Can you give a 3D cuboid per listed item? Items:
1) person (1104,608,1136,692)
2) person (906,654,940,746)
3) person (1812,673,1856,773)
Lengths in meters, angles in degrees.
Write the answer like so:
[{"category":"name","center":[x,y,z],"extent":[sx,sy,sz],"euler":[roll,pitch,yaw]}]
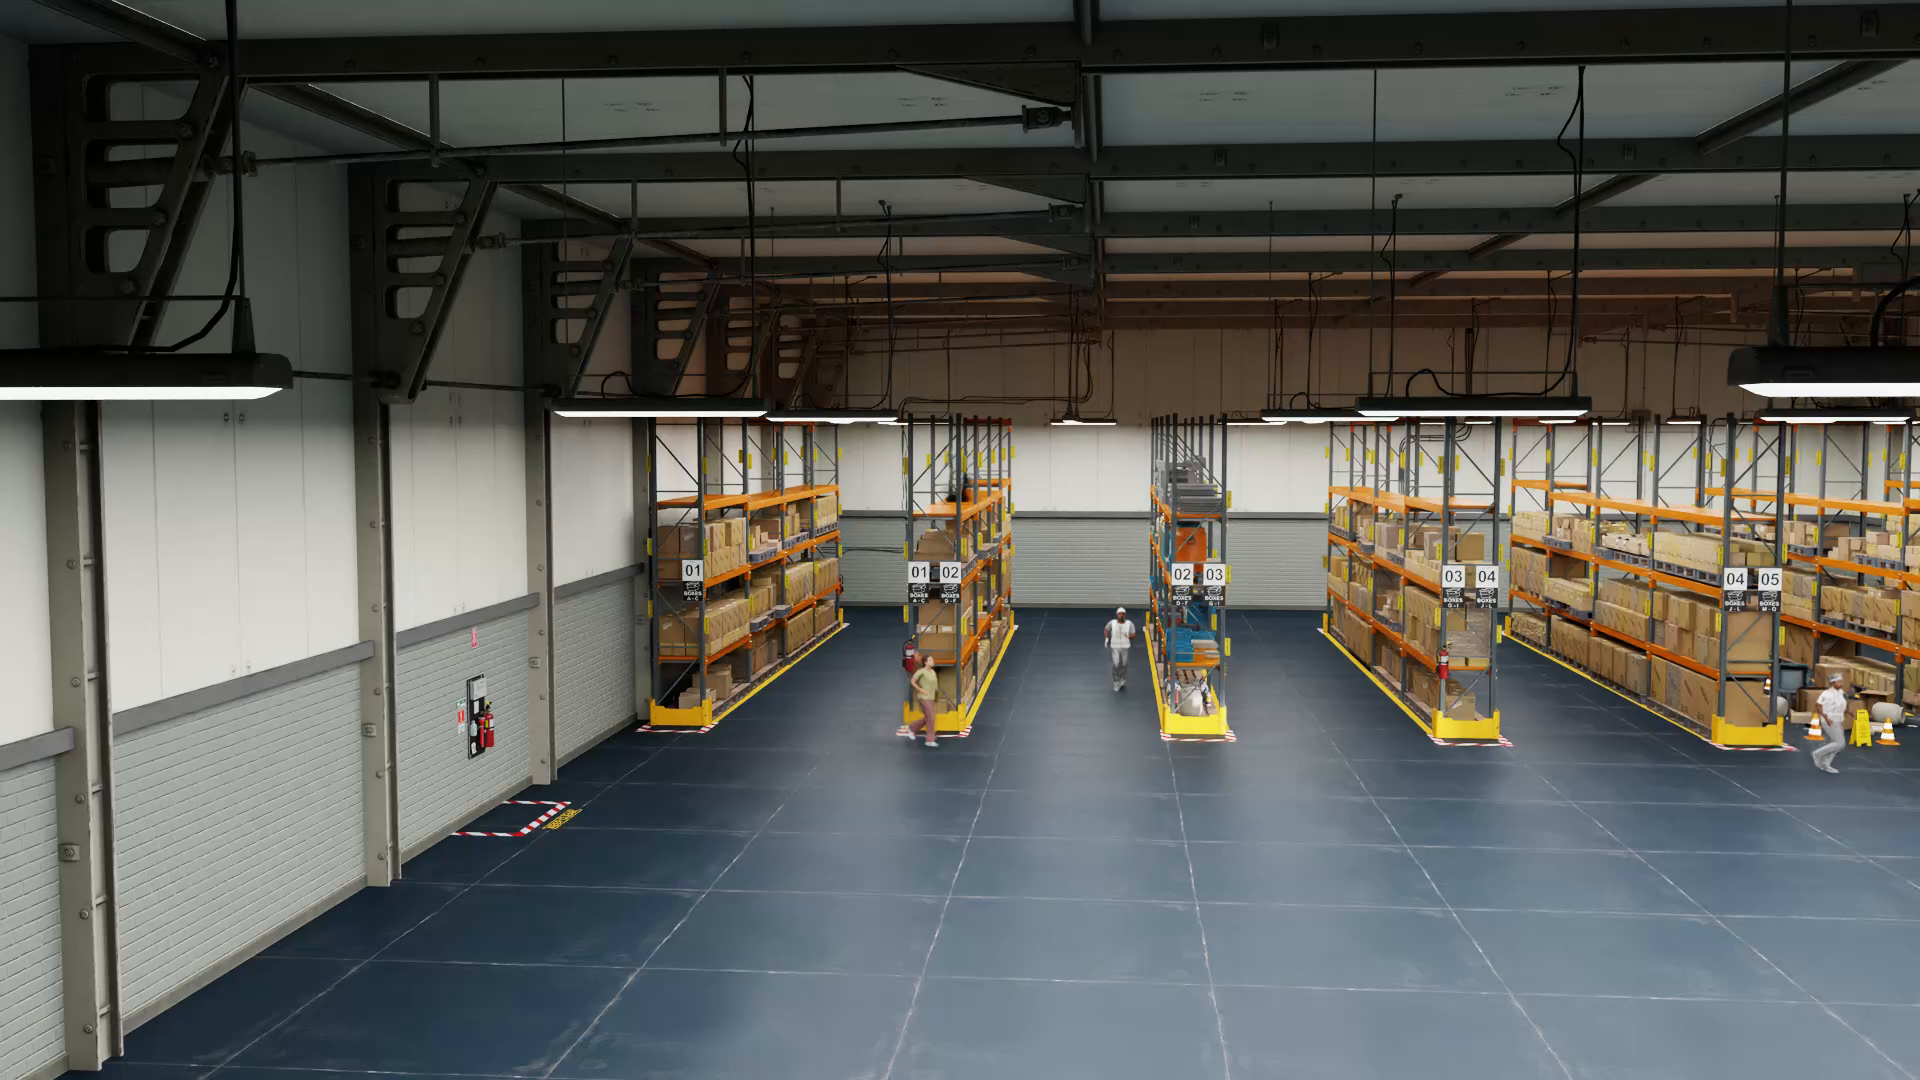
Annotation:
[{"category":"person","center":[3.499,2.391,36.280],"extent":[0.657,1.841,0.770],"euler":[0,4,-2]},{"category":"person","center":[-0.628,2.896,30.194],"extent":[0.781,1.660,0.598],"euler":[3,5,36]},{"category":"person","center":[14.566,3.034,27.665],"extent":[0.566,1.670,0.572],"euler":[-3,5,-37]}]
